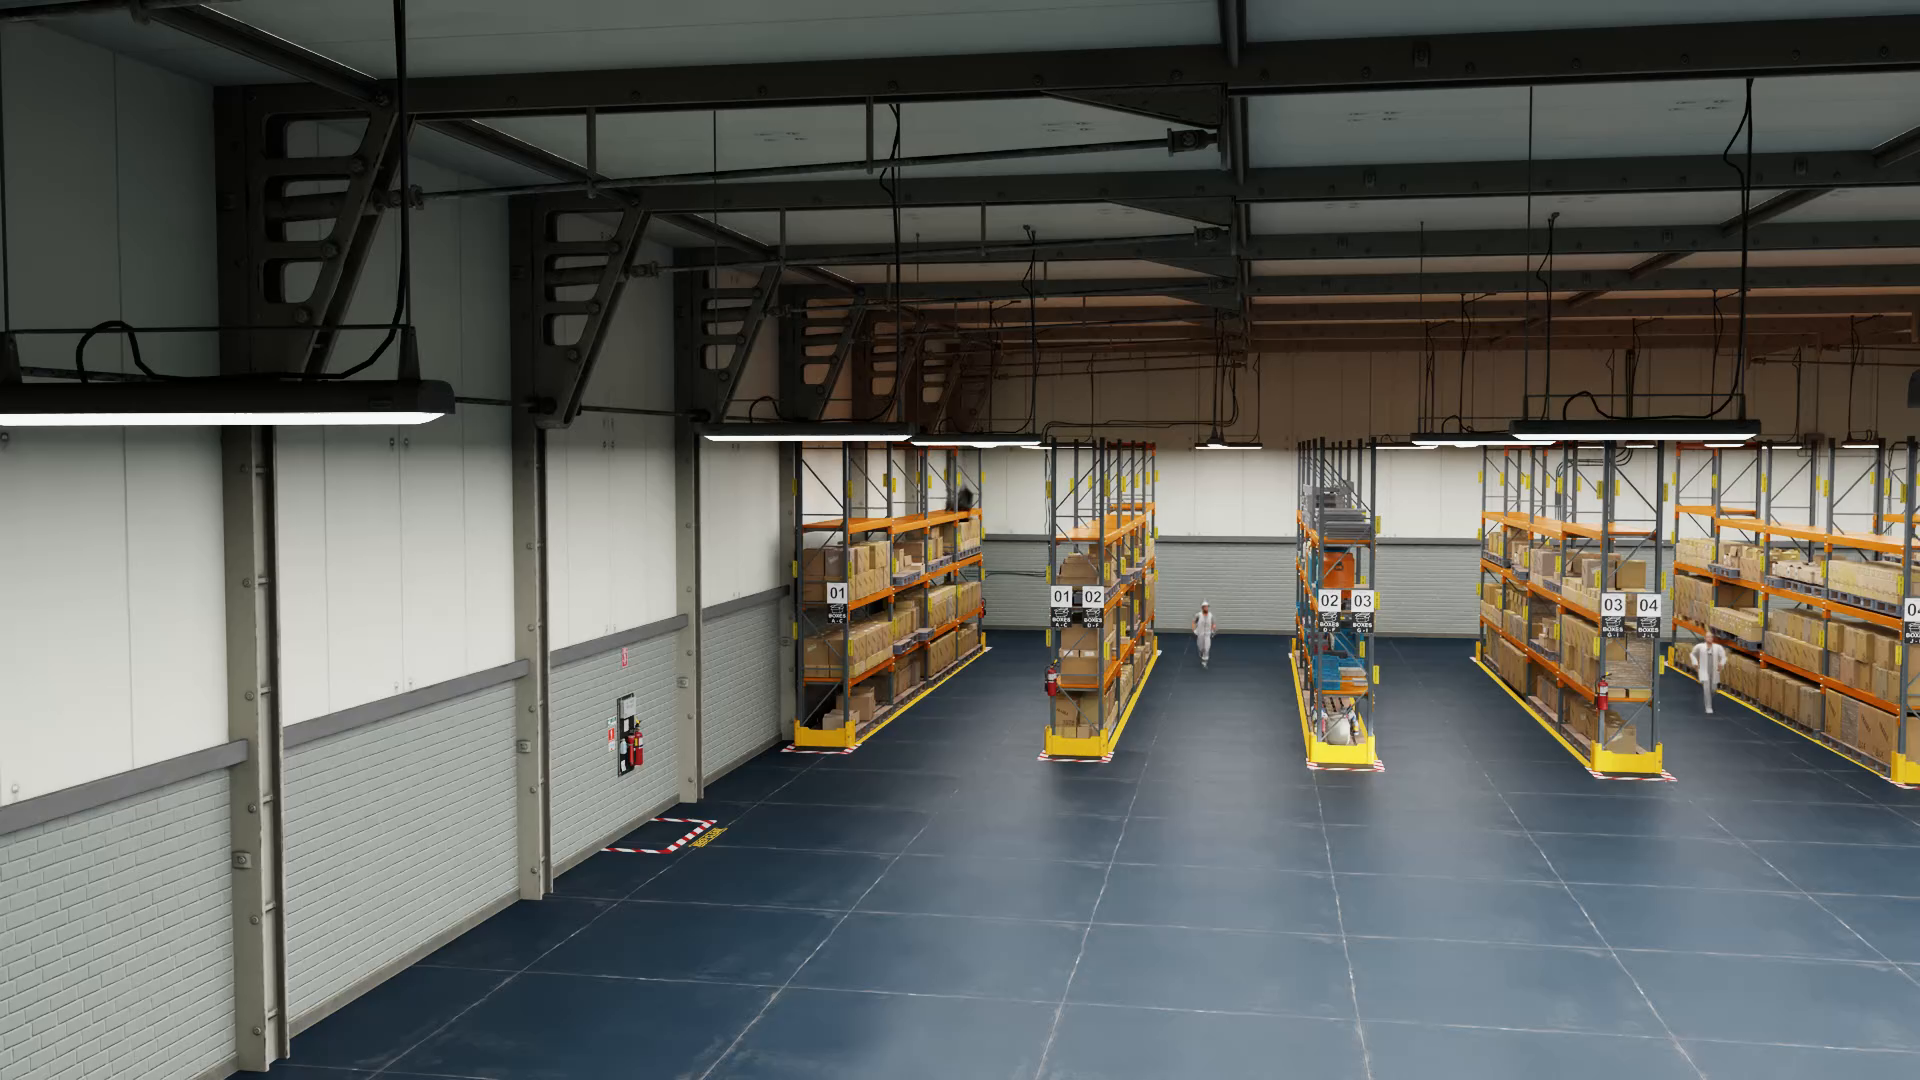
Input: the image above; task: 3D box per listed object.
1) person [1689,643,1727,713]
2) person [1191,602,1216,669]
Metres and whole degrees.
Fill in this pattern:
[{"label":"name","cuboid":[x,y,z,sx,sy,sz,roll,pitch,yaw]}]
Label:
[{"label":"person","cuboid":[16.477,3.010,36.631,0.743,1.532,0.934,1,3,14]},{"label":"person","cuboid":[6.475,2.522,44.118,0.652,1.750,0.561,0,3,-1]}]
